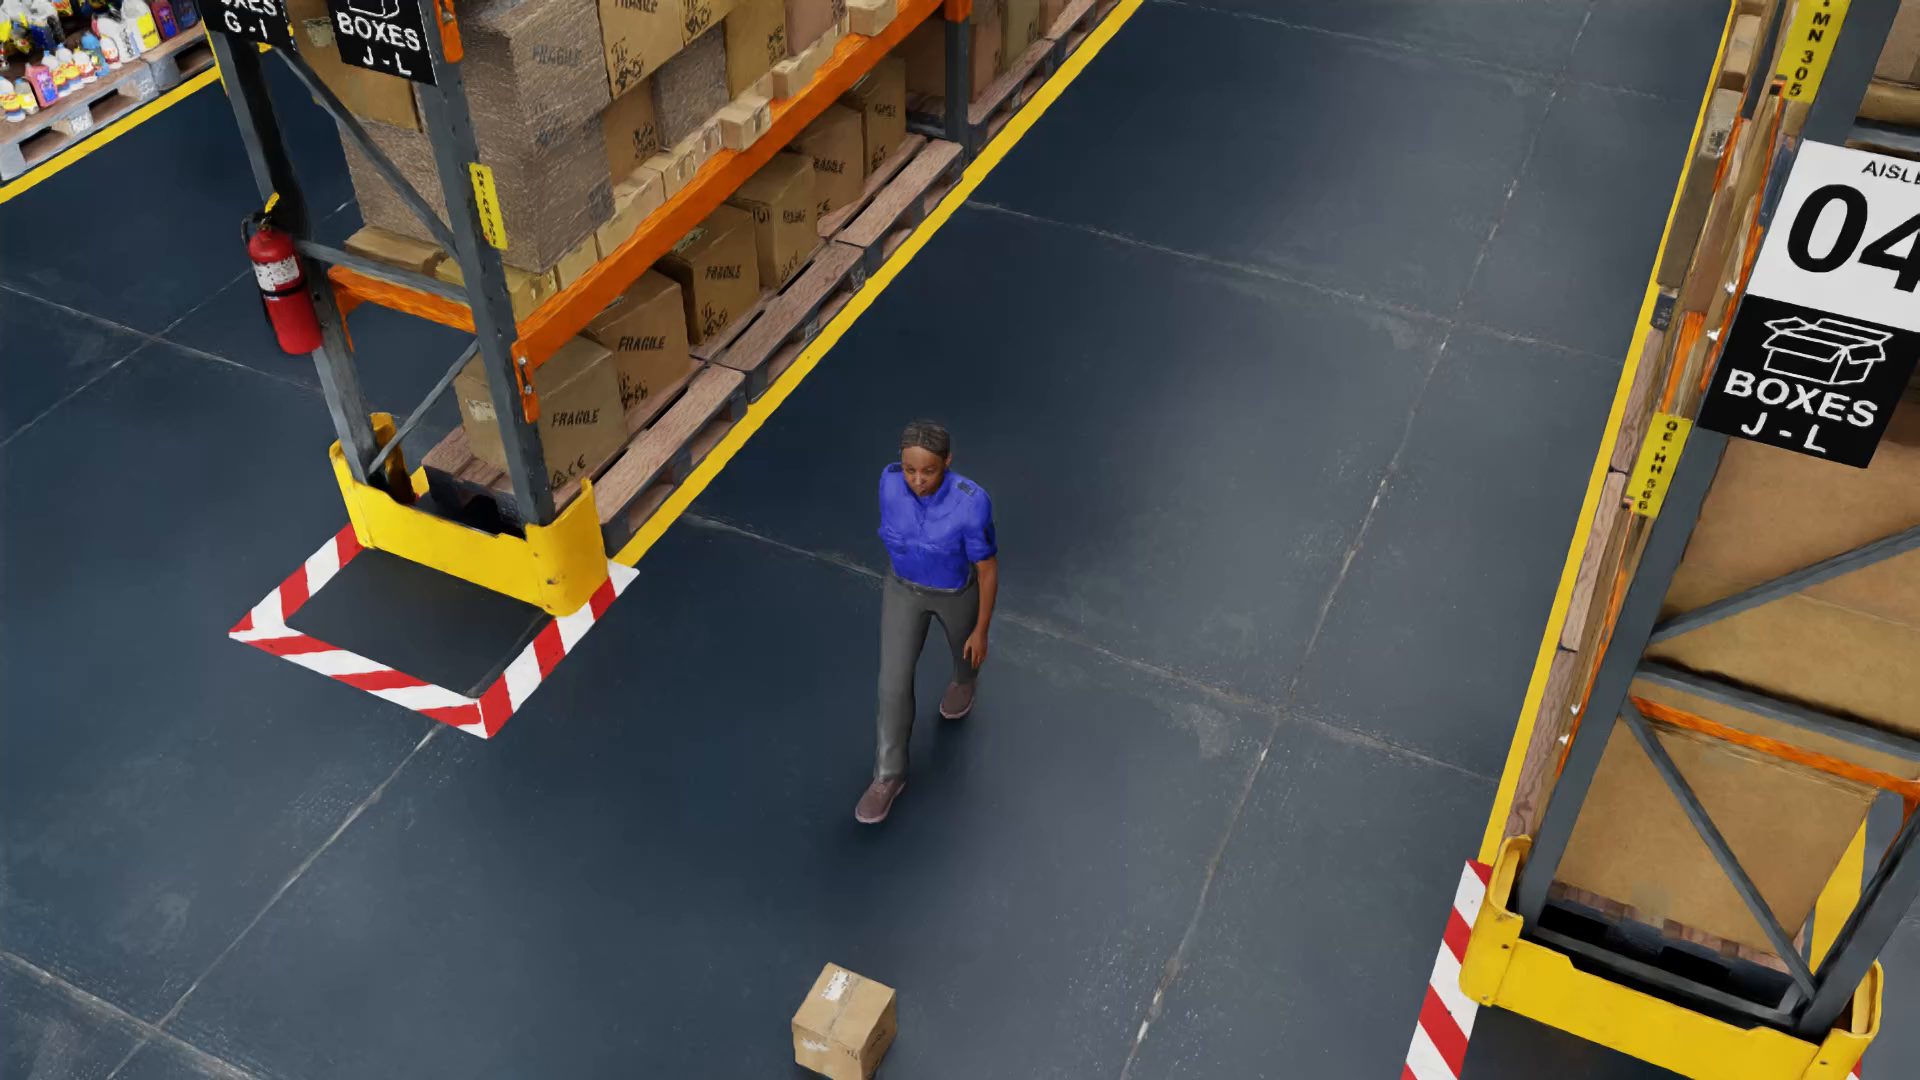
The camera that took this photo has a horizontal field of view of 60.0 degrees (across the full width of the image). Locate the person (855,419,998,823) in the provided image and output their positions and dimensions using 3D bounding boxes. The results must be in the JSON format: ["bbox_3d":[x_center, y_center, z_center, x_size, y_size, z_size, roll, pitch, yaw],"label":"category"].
[{"bbox_3d":[-0.096,0.231,5.908,0.468,1.597,0.928,11,43,12],"label":"person"}]
